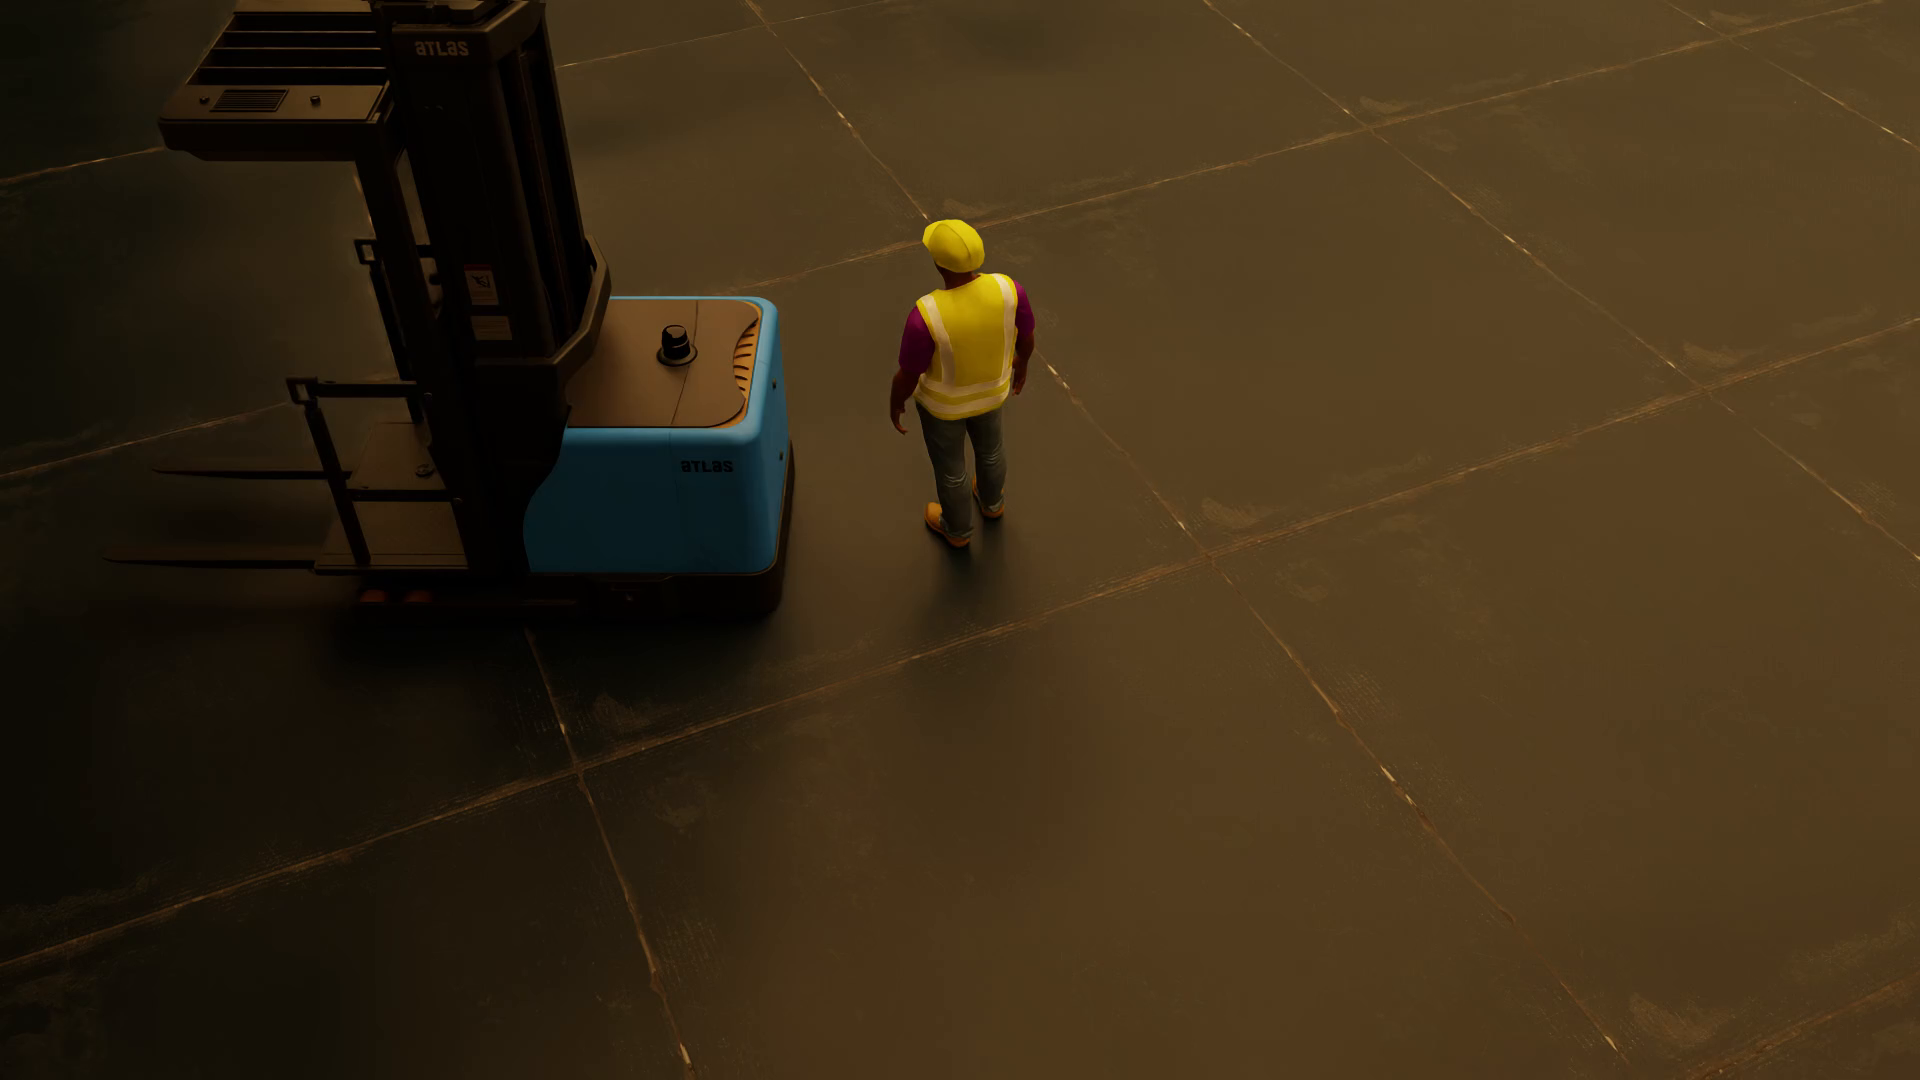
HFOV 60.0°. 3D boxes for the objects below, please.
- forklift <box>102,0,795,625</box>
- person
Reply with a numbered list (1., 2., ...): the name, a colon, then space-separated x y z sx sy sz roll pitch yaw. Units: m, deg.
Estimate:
1. forklift: -2.316 -1.052 6.808 3.031 2.935 1.130 0 43 0
2. person: -0.023 -0.696 7.269 0.665 1.766 0.576 -18 46 -18
